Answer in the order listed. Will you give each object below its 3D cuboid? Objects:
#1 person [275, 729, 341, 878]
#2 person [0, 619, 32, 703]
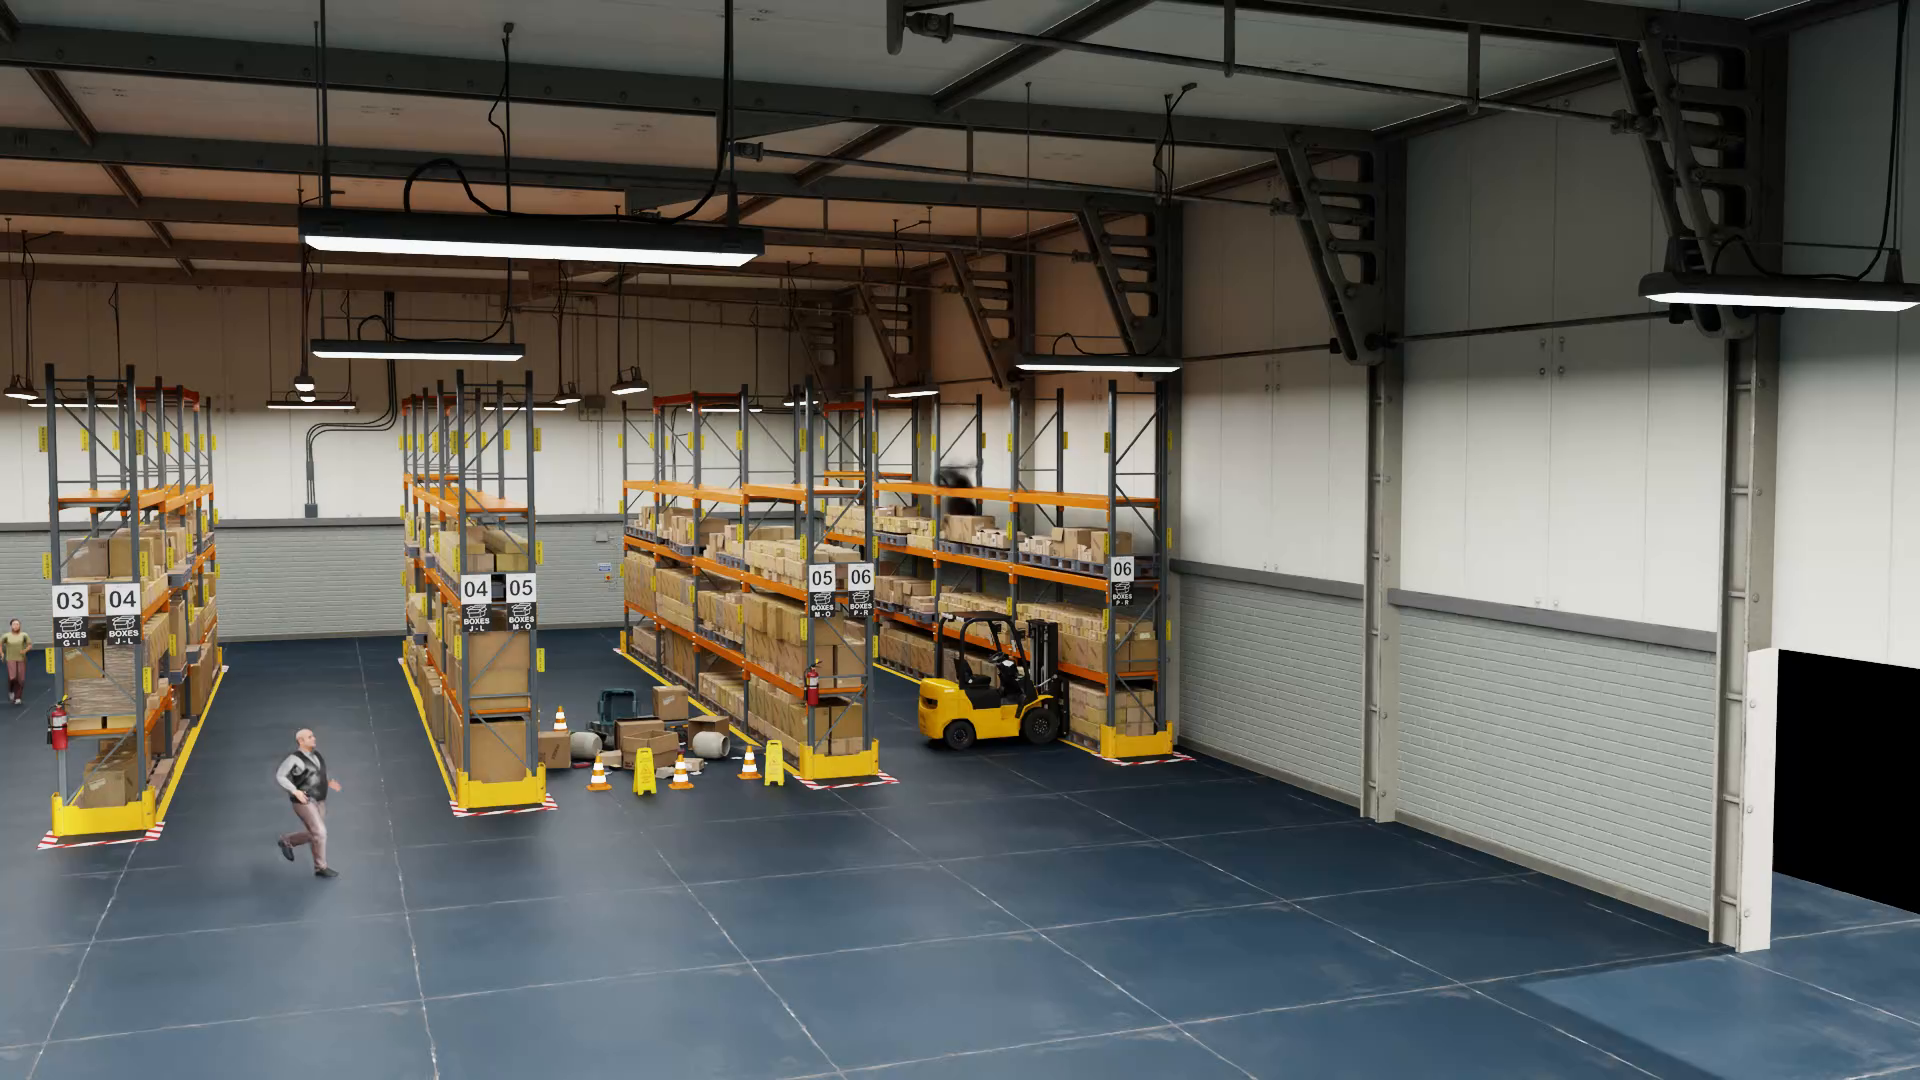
[{"bbox_3d":[-7.572,3.040,19.228,0.837,1.715,0.662,1,3,13],"label":"person"},{"bbox_3d":[-18.043,2.370,31.793,0.566,1.533,0.550,-2,4,-35],"label":"person"}]
